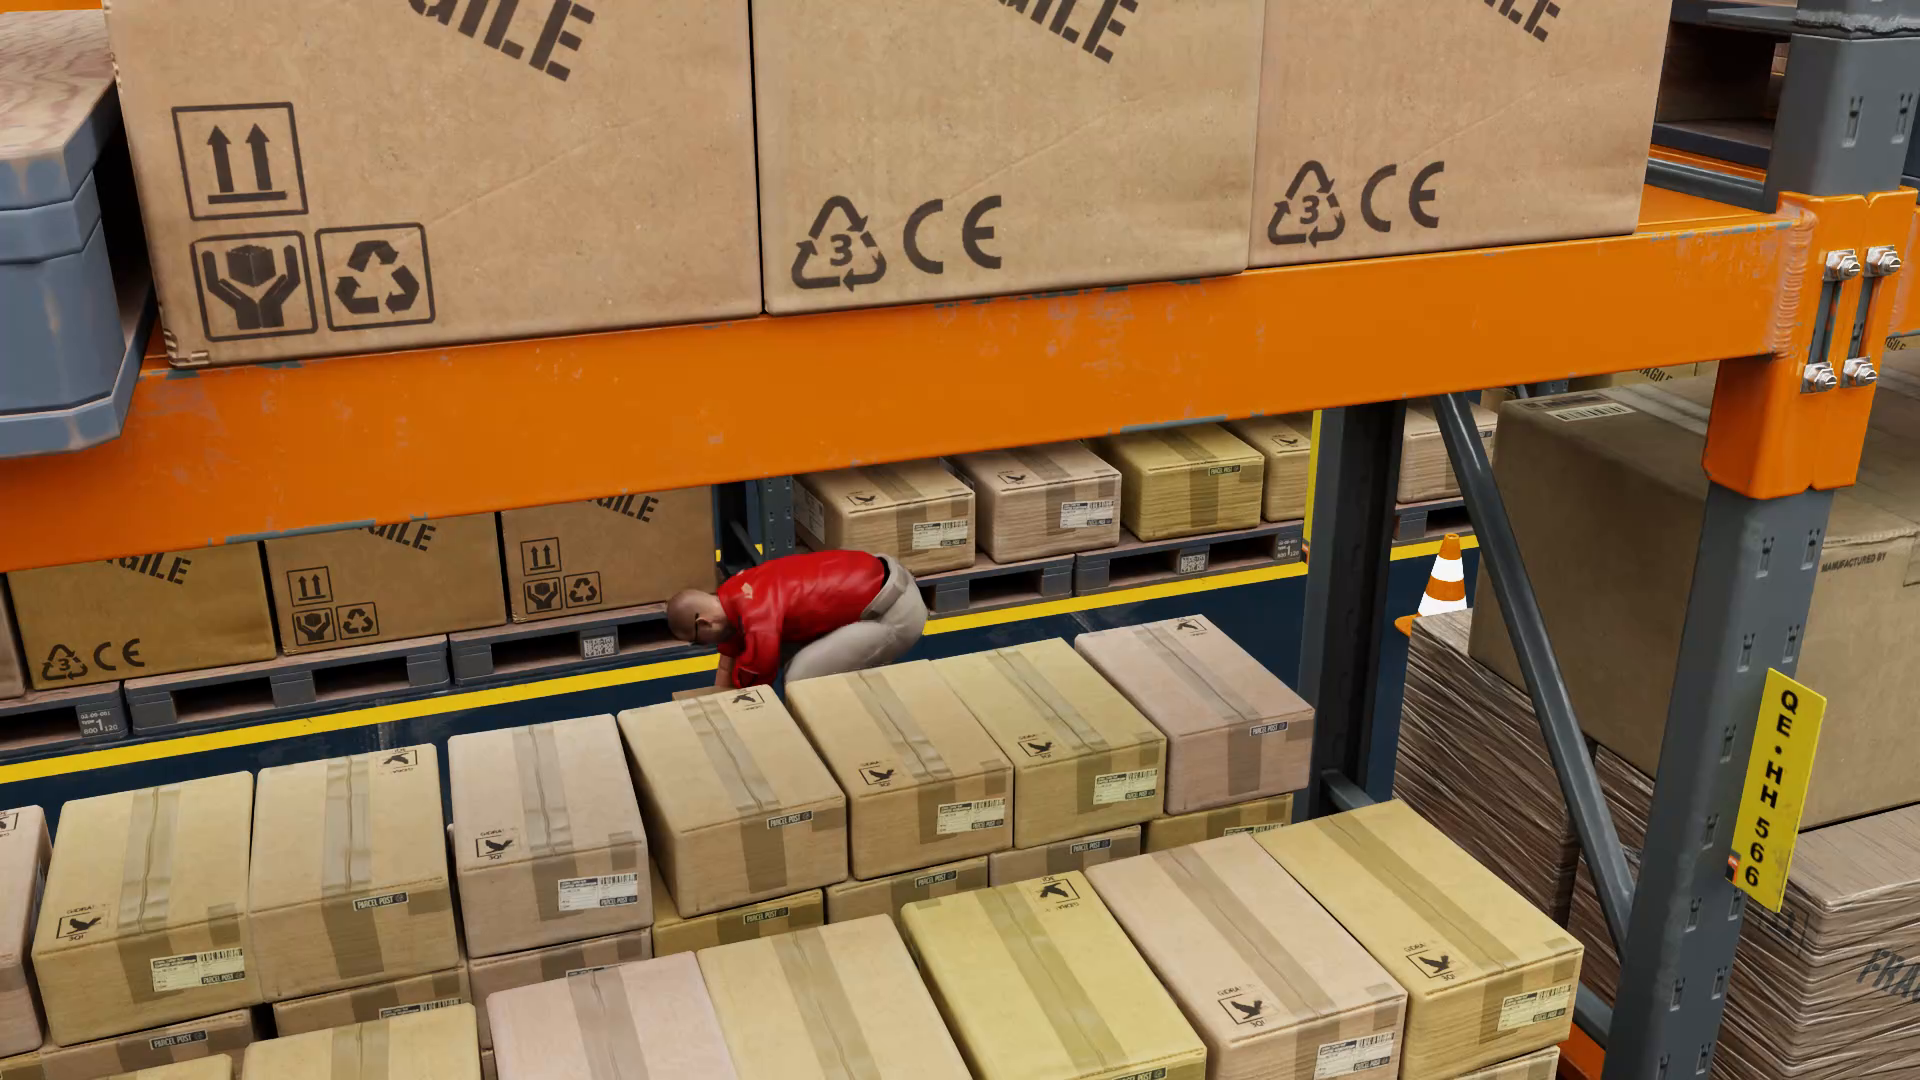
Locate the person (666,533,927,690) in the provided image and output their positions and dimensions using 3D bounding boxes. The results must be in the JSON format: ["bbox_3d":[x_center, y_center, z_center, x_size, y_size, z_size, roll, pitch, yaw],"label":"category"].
[{"bbox_3d":[-0.603,0.427,6.224,0.957,0.875,0.544,-4,23,-10],"label":"person"}]
